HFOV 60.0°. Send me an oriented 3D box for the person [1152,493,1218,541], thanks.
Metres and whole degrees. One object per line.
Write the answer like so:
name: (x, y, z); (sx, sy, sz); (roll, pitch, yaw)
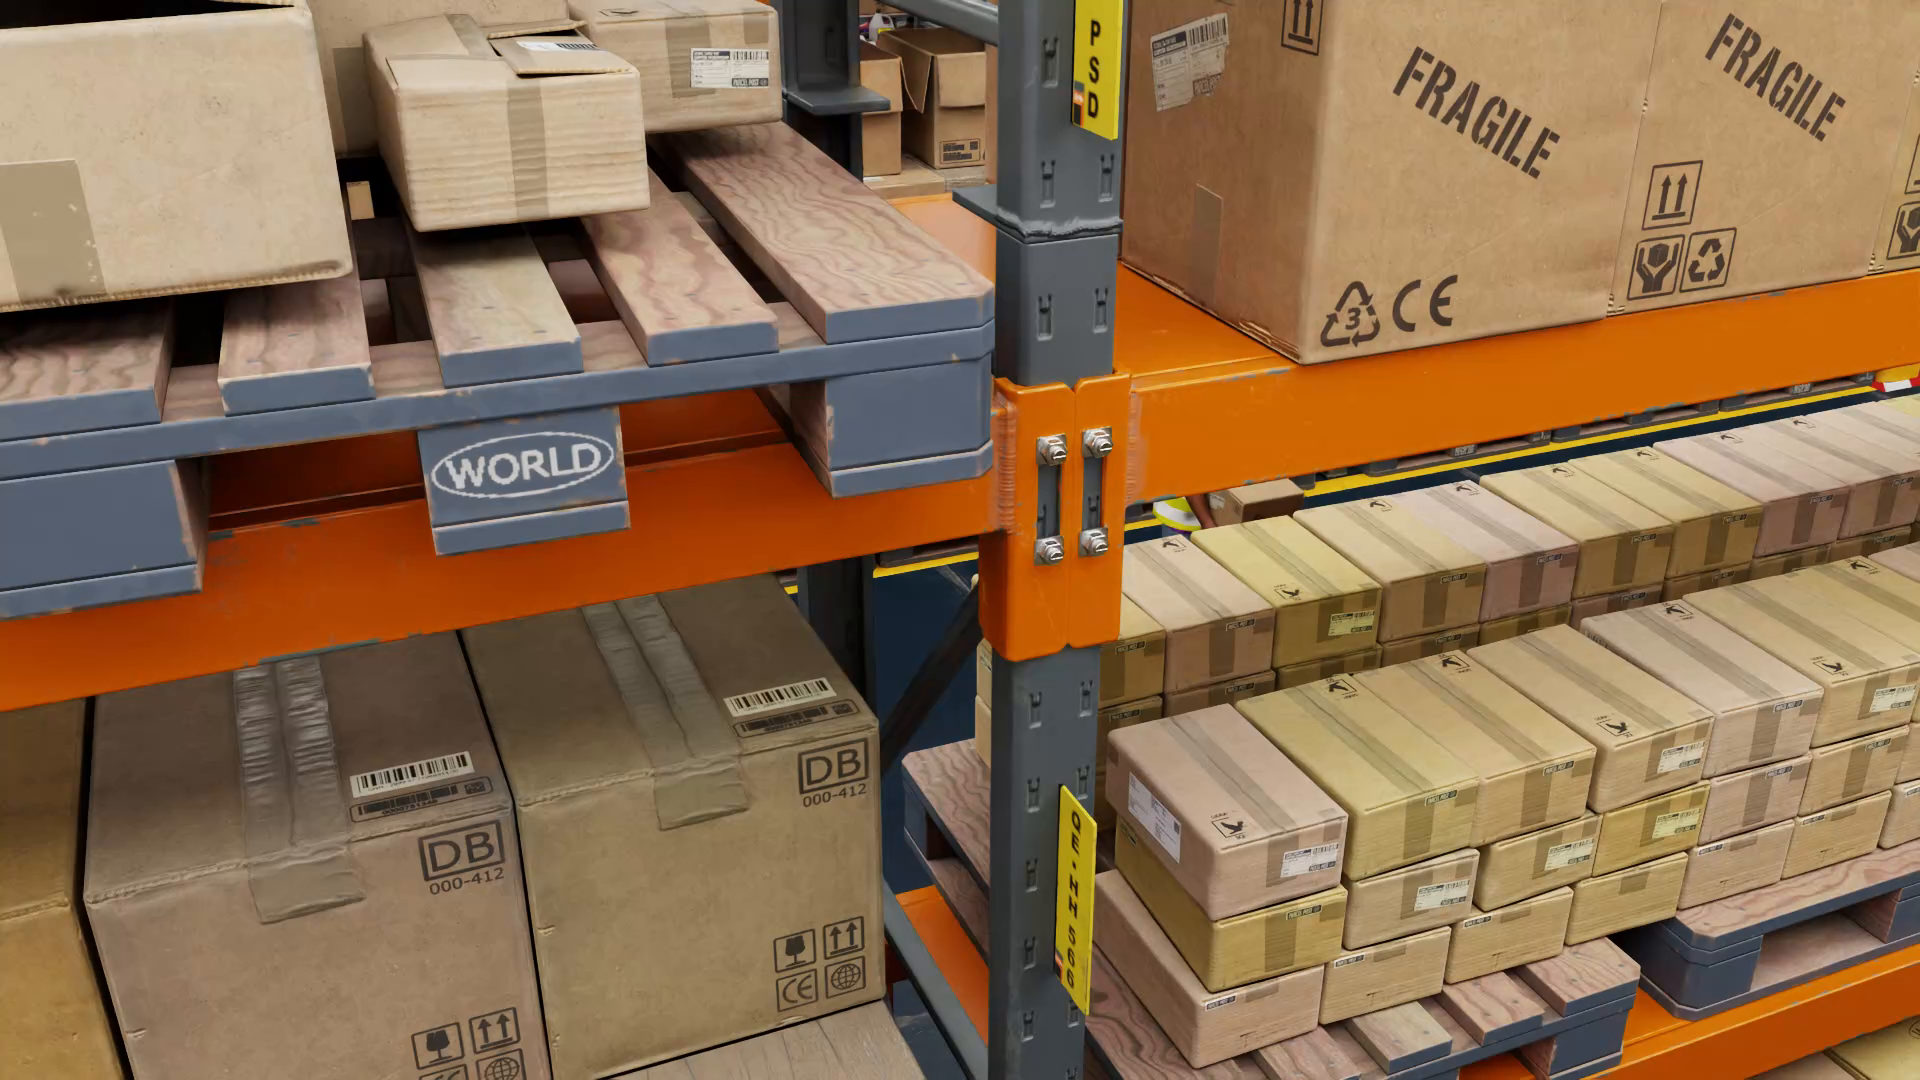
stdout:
person: (0.987, -0.038, 6.170); (0.502, 1.761, 0.587); (-10, 28, -20)
